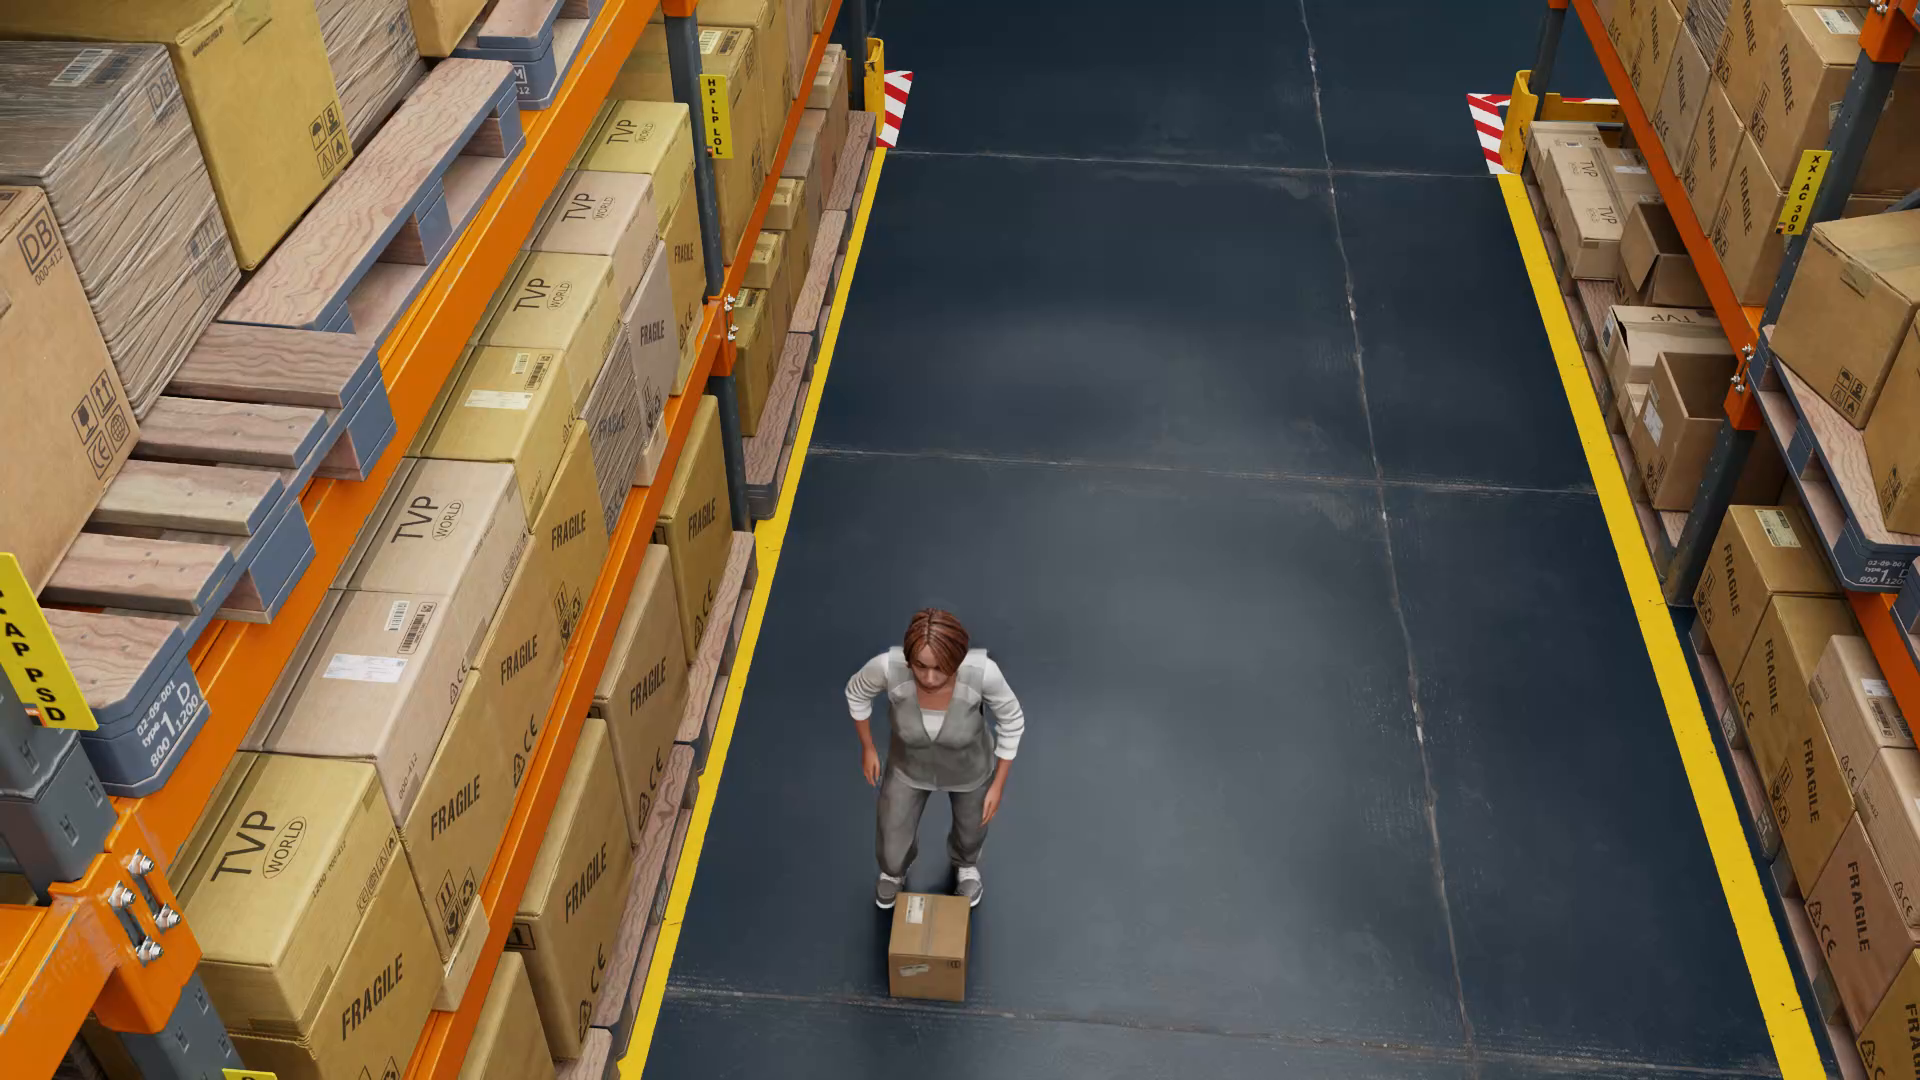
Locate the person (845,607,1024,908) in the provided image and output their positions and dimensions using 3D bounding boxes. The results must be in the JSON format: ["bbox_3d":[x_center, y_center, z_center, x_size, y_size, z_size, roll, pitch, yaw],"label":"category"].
[{"bbox_3d":[-0.081,0.709,5.378,0.565,1.535,0.529,1,41,2],"label":"person"}]
